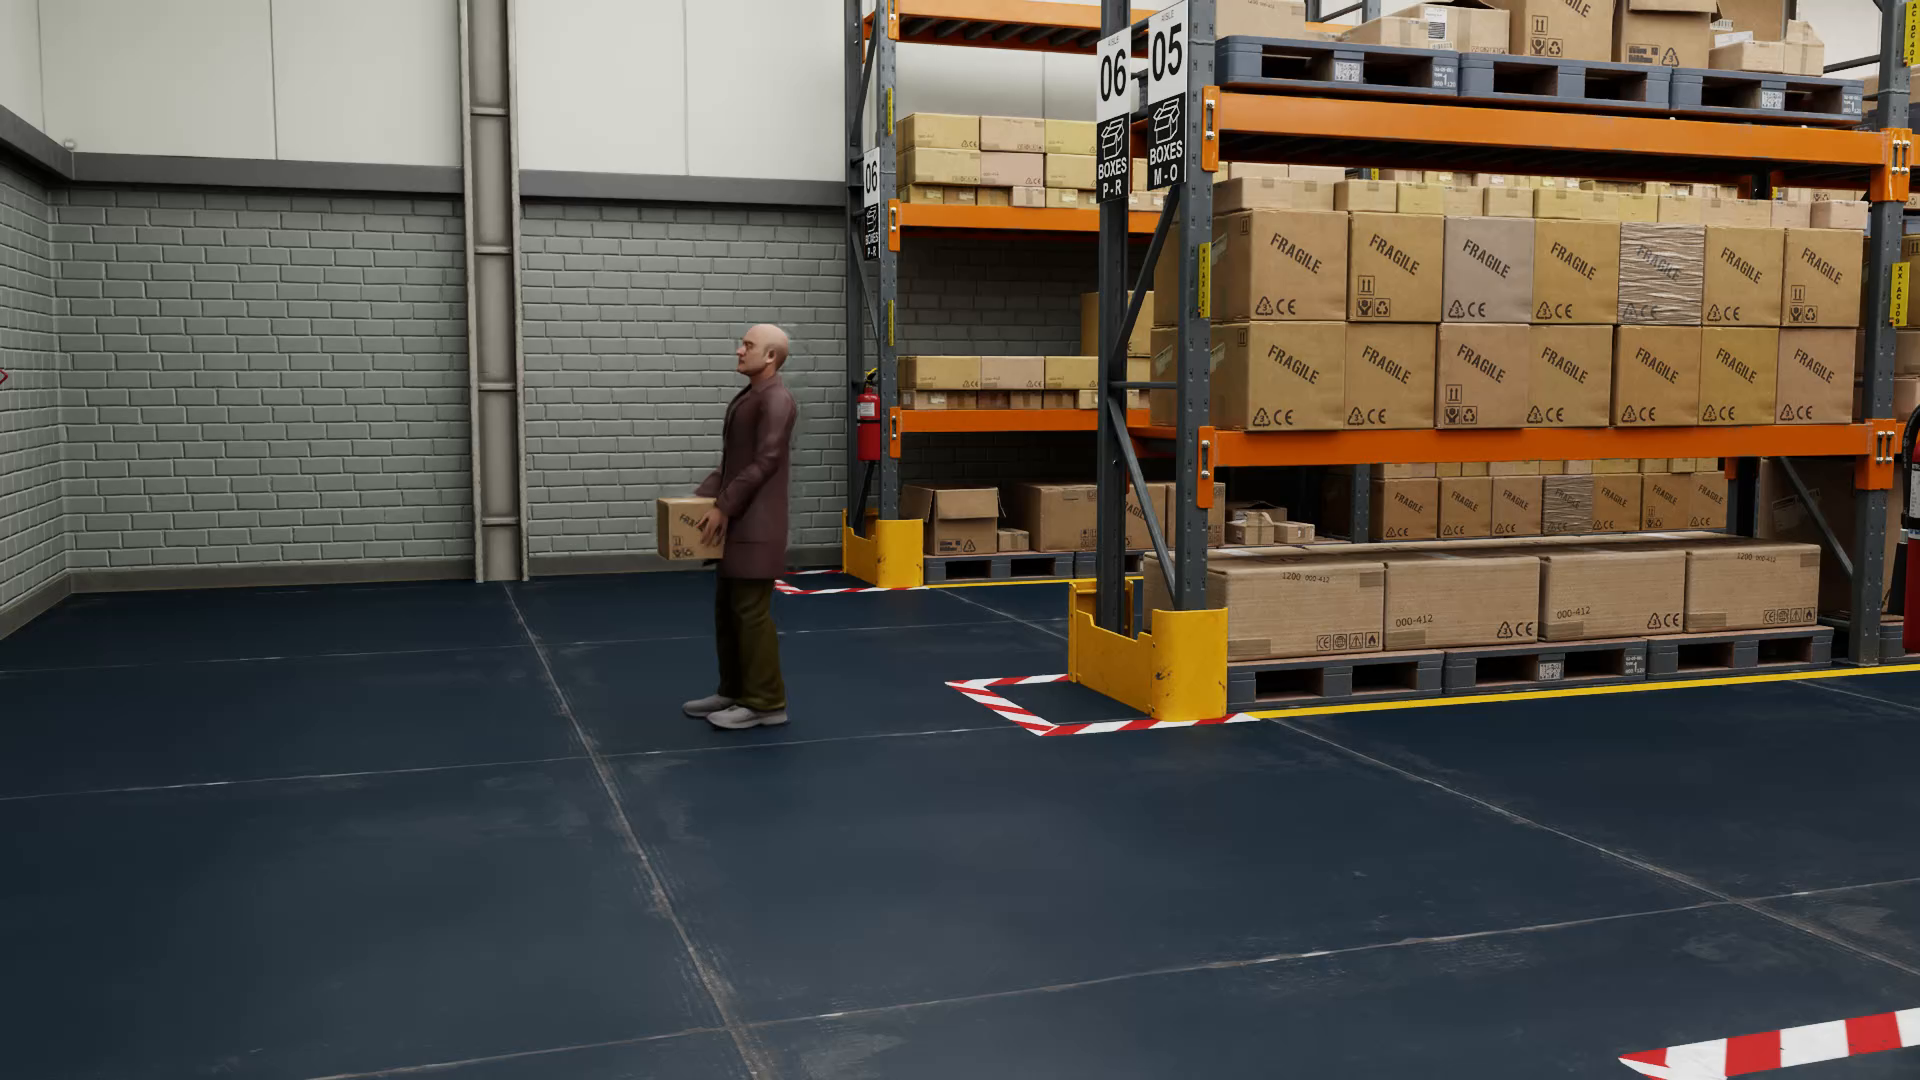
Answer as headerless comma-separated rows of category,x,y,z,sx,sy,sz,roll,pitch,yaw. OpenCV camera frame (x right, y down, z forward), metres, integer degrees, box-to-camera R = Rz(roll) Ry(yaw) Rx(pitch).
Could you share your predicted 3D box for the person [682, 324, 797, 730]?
person,-0.982,-0.061,7.377,0.481,1.784,0.585,-2,6,-18
